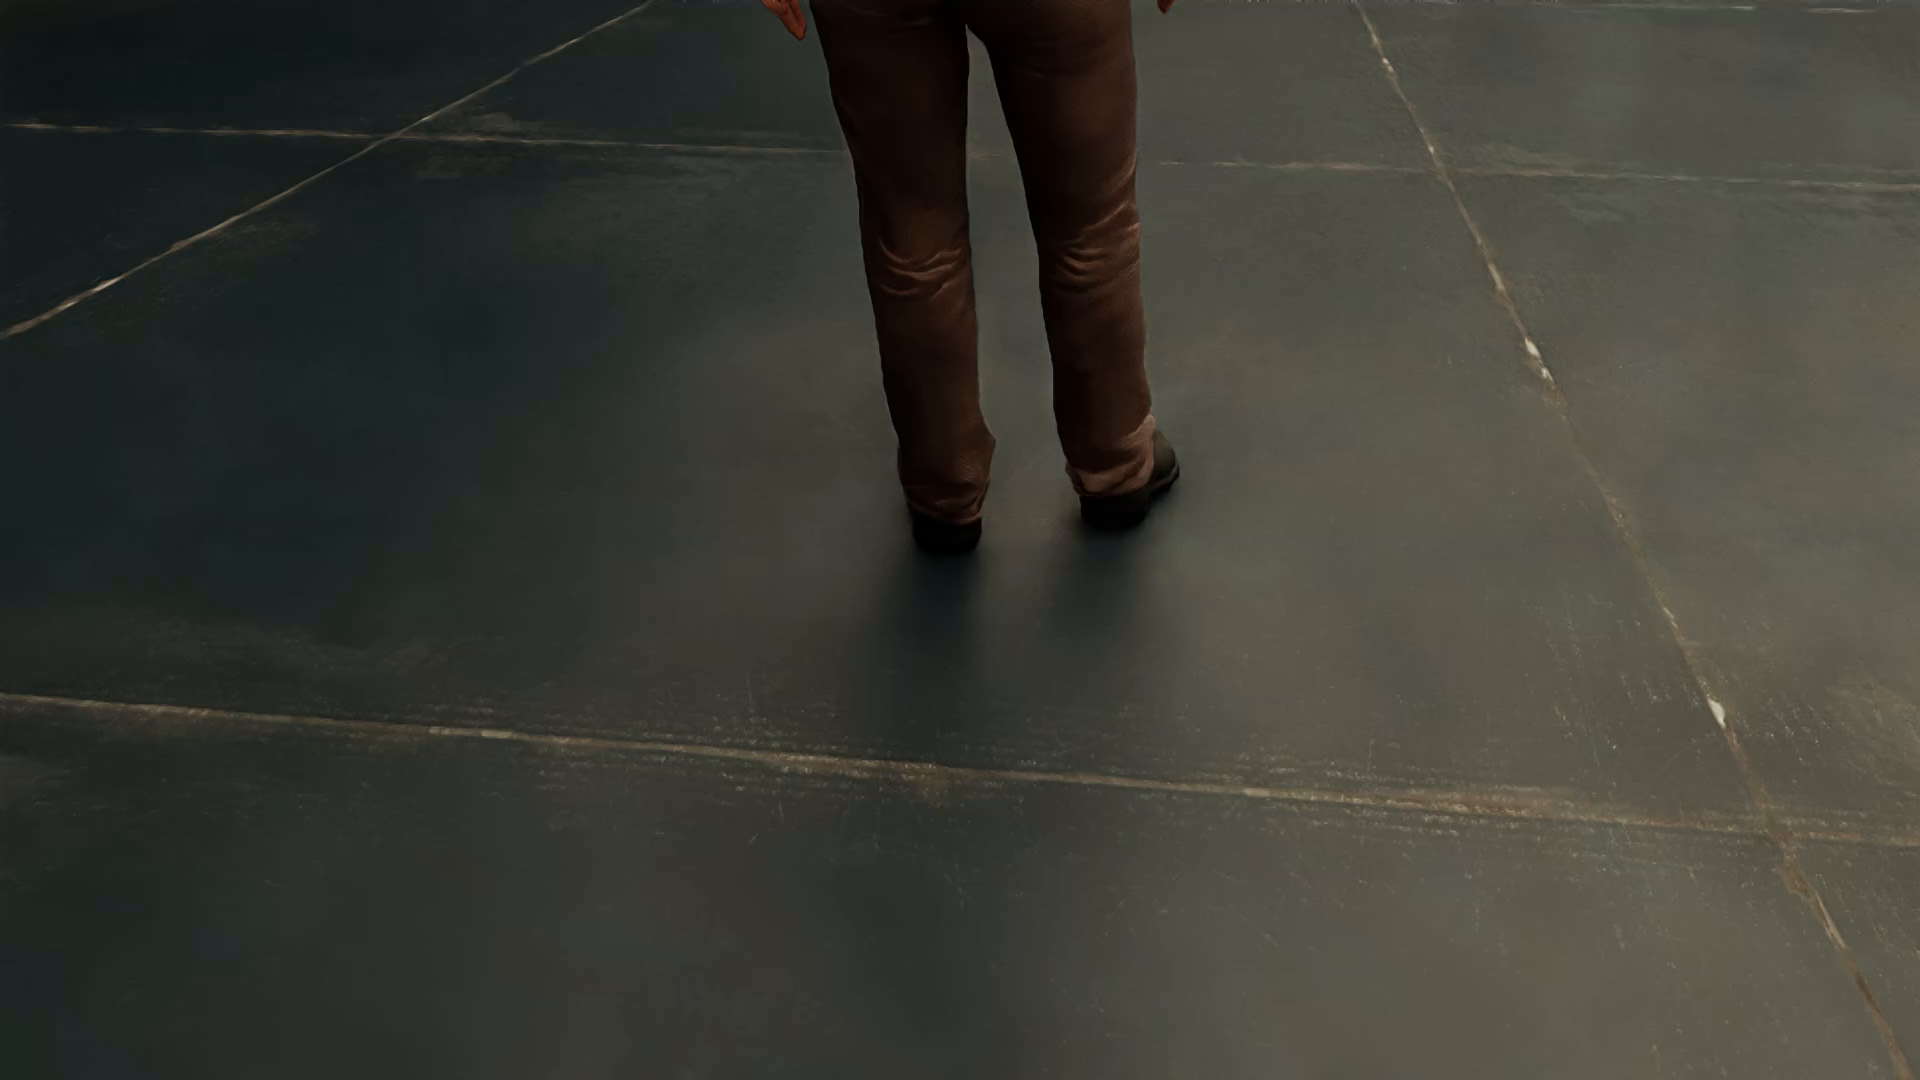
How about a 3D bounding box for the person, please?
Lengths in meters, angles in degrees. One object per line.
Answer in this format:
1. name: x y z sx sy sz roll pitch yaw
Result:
1. person: 0.016 -0.804 2.167 0.632 1.720 0.567 3 27 7
